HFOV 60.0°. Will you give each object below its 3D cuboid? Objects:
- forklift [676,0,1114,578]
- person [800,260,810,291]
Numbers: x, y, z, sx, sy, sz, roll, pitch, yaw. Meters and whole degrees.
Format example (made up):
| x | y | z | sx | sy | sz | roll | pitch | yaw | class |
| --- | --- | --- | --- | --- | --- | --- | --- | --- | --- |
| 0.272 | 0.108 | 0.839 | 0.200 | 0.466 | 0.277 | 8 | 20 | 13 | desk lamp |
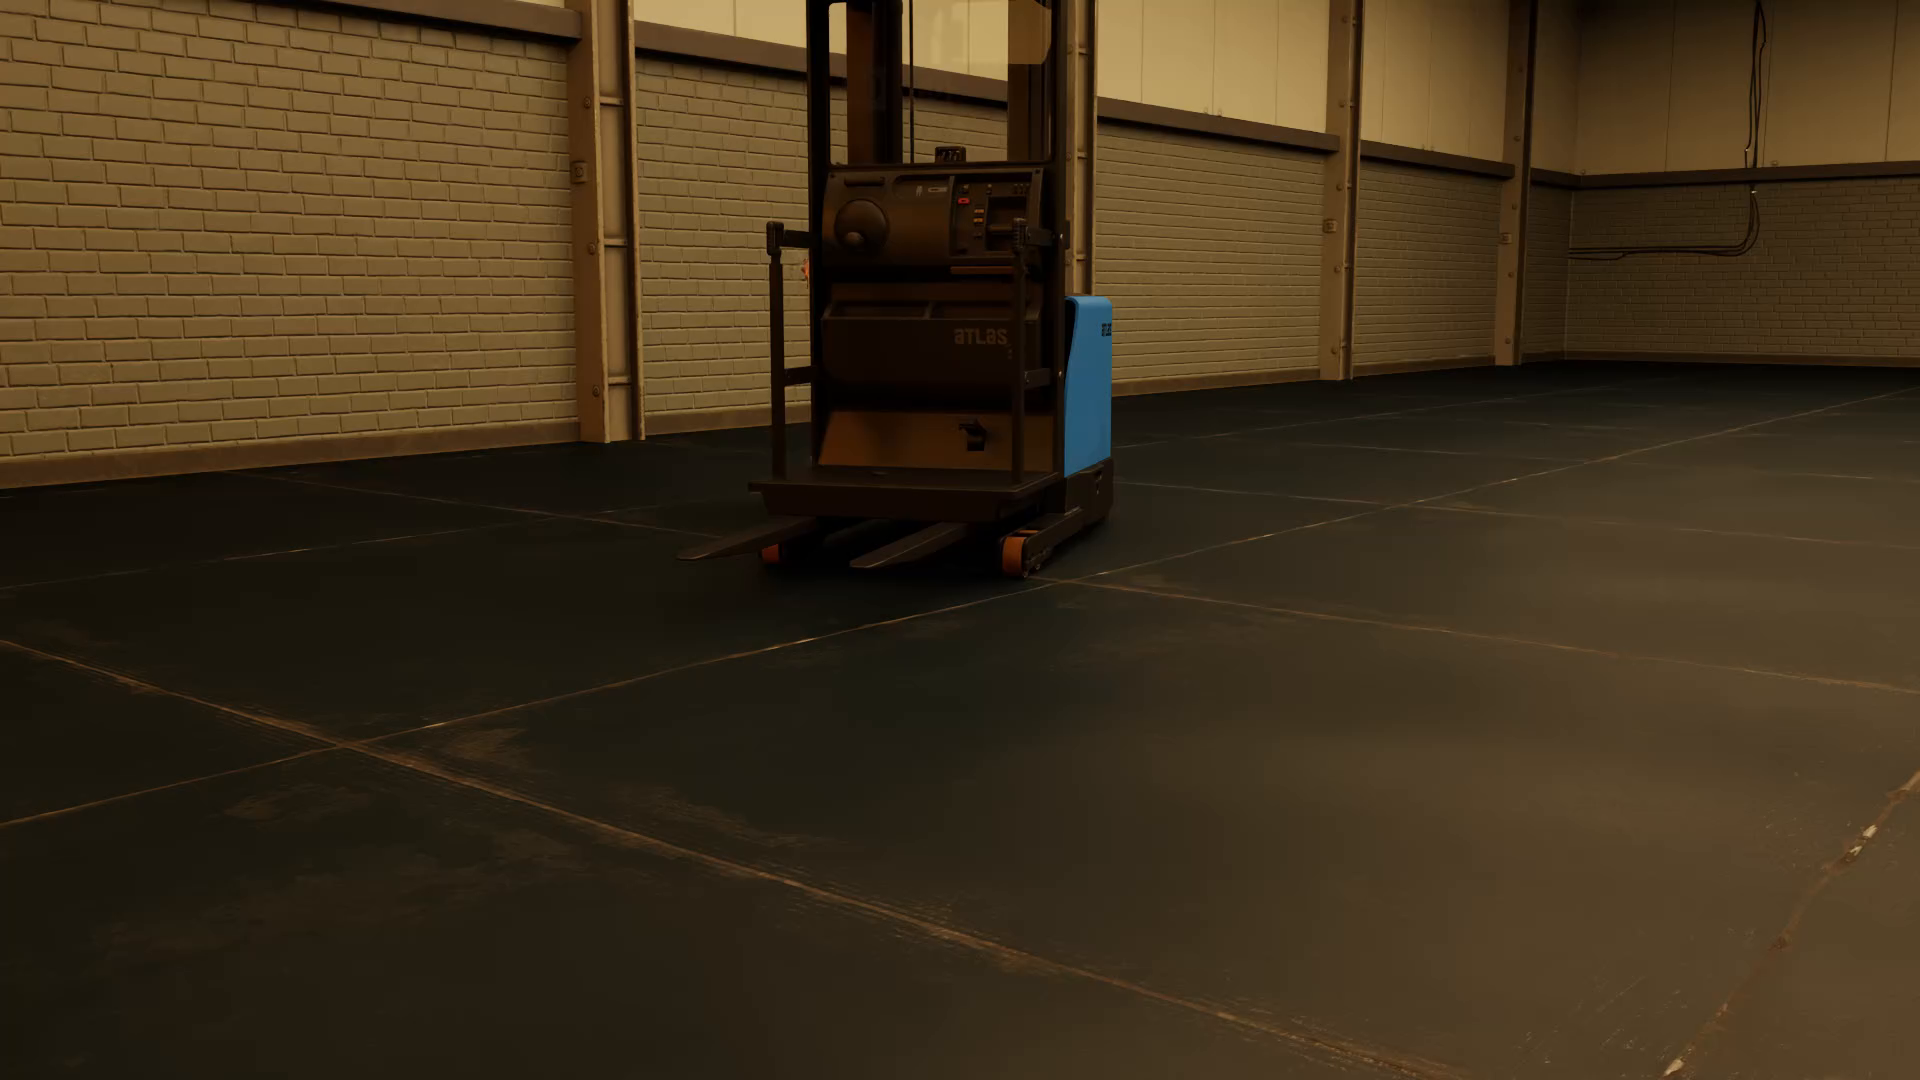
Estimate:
| x | y | z | sx | sy | sz | roll | pitch | yaw | class |
| --- | --- | --- | --- | --- | --- | --- | --- | --- | --- |
| -0.176 | -1.366 | 6.616 | 1.130 | 2.935 | 3.031 | 3 | 9 | 17 | forklift |
| -0.410 | -0.946 | 8.786 | 0.730 | 1.495 | 0.947 | -6 | 10 | -35 | person |
